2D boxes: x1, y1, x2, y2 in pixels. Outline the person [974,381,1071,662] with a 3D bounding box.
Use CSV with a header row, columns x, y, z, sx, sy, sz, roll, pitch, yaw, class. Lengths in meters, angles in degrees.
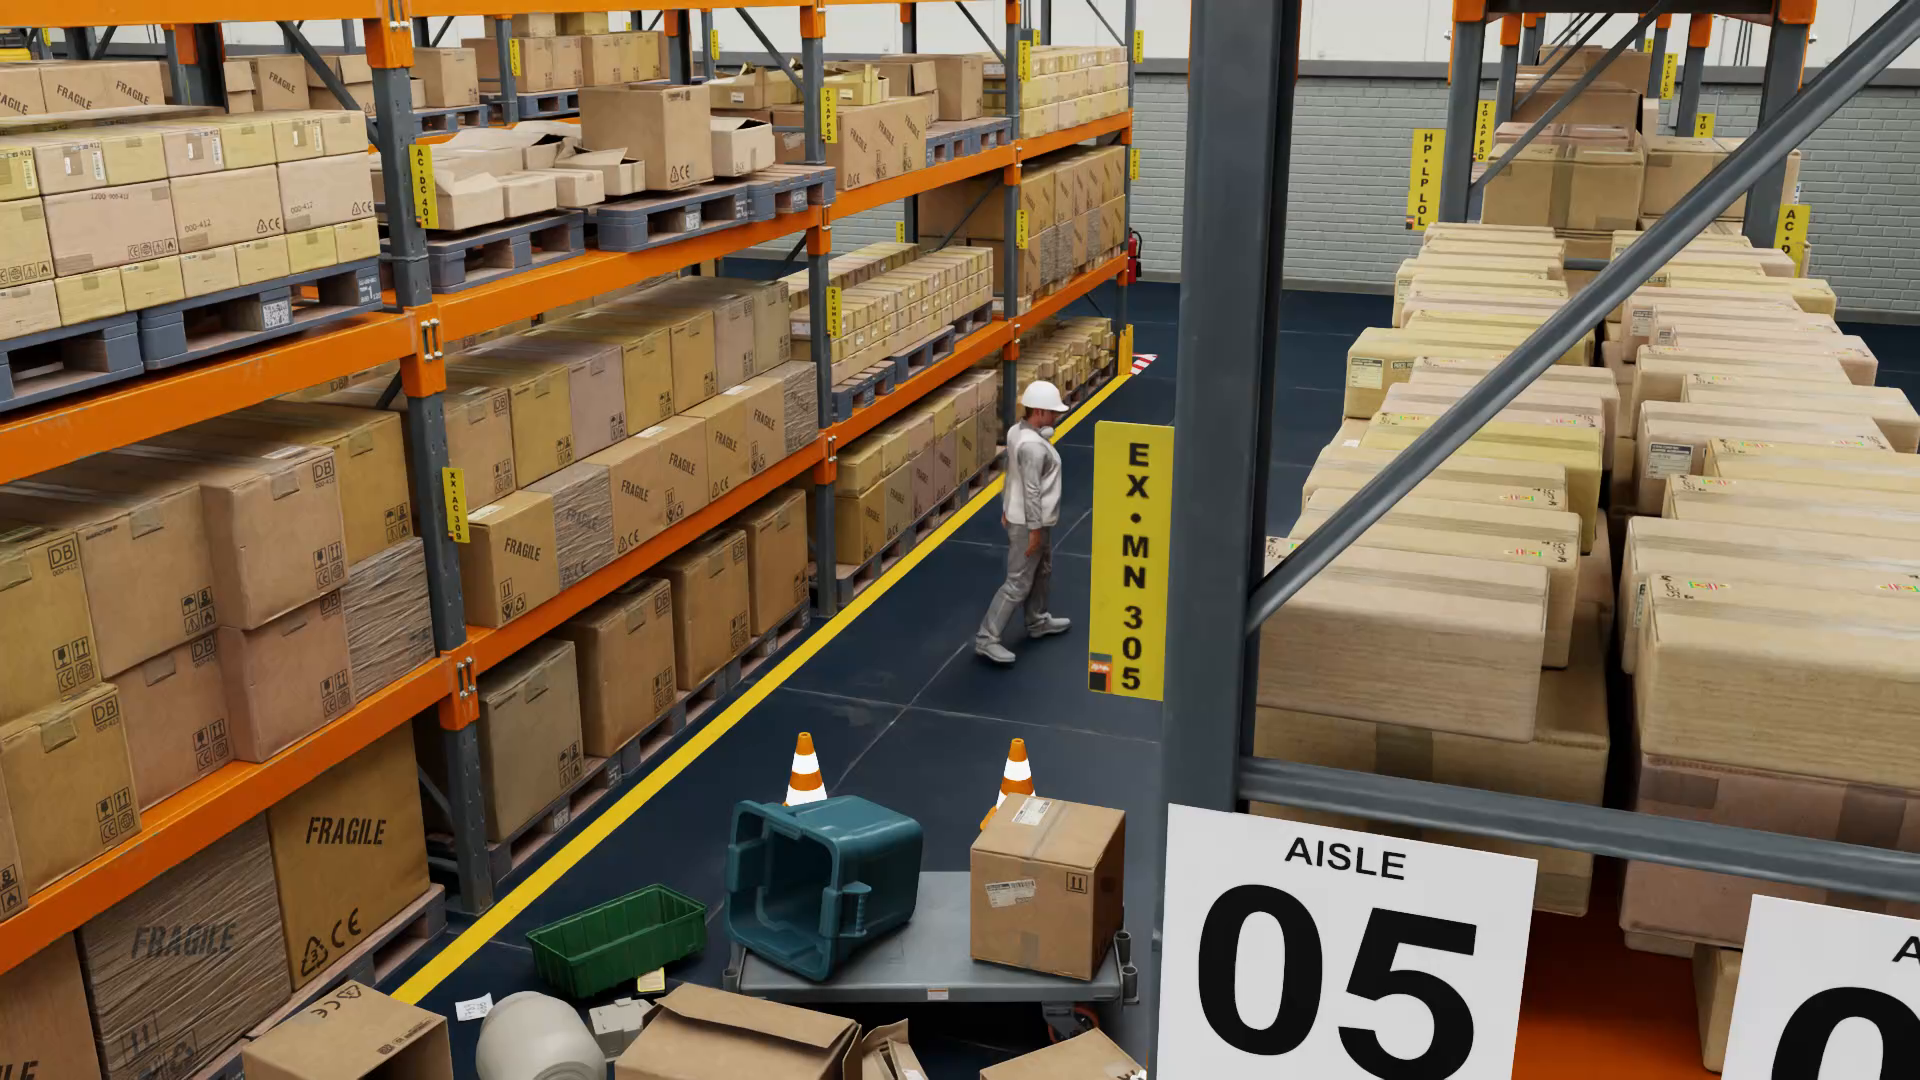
x,y,z,sx,sy,sz,roll,pitch,yaw,class
0.416,-0.134,10.430,0.676,1.759,0.673,-1,19,-4,person
